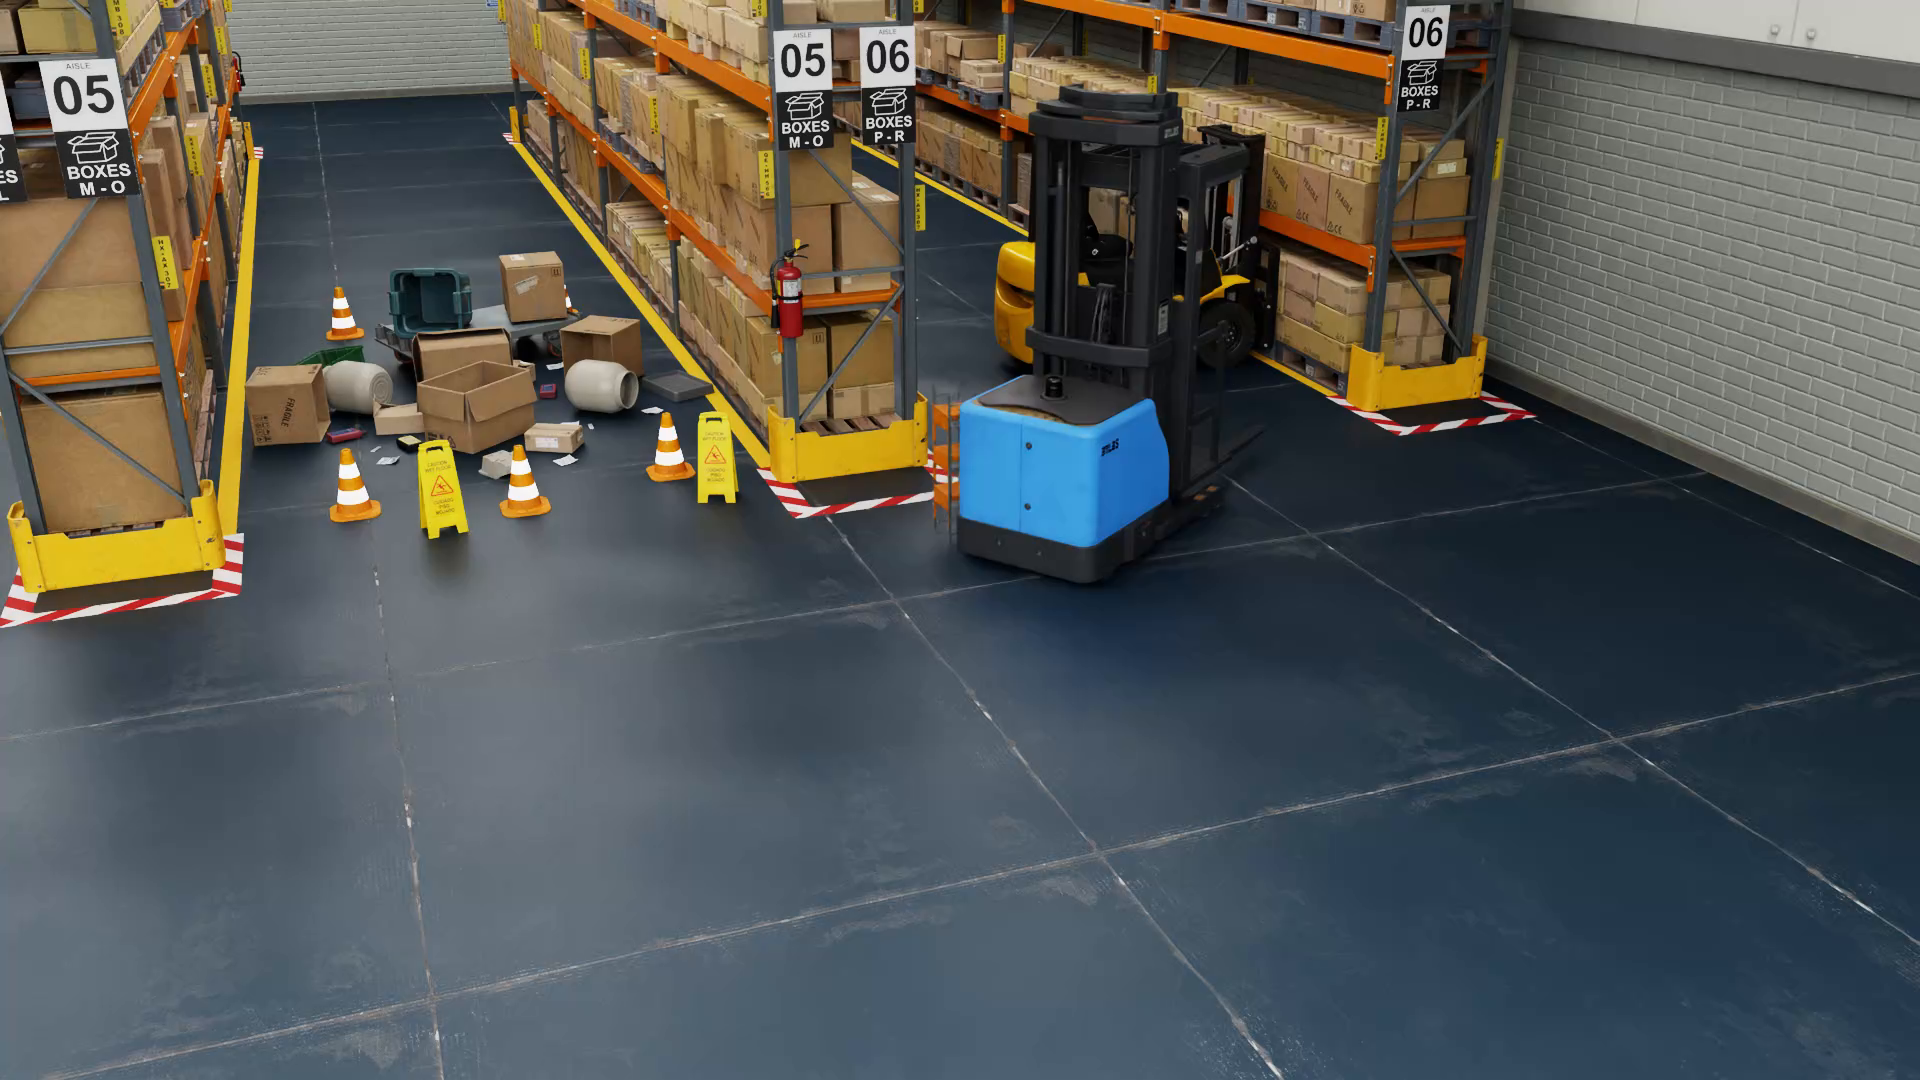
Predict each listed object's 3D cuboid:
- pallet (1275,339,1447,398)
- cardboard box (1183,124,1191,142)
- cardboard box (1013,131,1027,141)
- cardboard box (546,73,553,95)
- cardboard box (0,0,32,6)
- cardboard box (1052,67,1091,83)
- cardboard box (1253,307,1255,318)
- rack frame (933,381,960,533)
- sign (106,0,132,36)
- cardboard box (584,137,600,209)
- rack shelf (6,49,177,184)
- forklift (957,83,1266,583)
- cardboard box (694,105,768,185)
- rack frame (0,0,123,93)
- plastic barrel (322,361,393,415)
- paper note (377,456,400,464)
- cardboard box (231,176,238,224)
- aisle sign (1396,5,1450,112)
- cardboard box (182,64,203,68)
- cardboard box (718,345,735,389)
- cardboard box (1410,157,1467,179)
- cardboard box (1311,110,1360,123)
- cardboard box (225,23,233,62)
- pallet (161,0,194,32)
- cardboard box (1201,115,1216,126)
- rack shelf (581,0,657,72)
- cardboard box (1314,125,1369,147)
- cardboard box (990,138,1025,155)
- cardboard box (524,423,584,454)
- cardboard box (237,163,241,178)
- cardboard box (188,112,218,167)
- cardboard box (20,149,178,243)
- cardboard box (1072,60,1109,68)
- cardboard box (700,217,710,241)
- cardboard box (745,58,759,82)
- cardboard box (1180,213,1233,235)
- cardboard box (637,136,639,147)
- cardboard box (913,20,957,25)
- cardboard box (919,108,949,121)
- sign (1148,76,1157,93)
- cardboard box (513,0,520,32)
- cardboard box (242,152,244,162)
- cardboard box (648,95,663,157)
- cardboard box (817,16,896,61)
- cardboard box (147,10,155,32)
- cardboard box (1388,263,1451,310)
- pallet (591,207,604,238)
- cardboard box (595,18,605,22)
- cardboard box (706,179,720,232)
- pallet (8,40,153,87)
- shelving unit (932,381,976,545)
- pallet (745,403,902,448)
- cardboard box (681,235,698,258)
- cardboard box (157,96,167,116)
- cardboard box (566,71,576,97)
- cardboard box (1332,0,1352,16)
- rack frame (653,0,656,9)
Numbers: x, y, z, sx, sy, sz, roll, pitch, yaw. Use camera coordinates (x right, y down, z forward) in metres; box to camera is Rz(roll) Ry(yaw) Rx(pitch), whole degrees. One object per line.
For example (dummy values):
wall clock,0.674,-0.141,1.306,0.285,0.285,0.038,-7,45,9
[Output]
pallet,3.527,-1.577,14.720,1.003,0.211,1.213,-8,24,-19
cardboard box,2.336,-3.892,16.494,0.500,0.500,0.500,-9,24,-20
cardboard box,0.886,-5.249,21.684,0.380,0.149,0.250,-8,24,-18
cardboard box,-5.136,-6.002,21.822,0.500,0.250,0.500,-9,24,-20
cardboard box,-6.011,-3.203,10.265,0.500,0.250,0.500,-8,24,-19
cardboard box,1.279,-5.318,19.042,0.380,0.149,0.250,-8,24,-18
cardboard box,2.836,-2.194,15.594,0.500,0.250,0.500,-8,24,-17
rack frame,-0.088,-0.552,11.208,0.200,1.050,0.008,-10,25,-23
sign,-4.879,-3.087,9.623,0.100,0.325,0.005,-8,24,-19
cardboard box,-4.109,-4.616,20.534,0.875,0.875,0.875,-8,24,-18
rack shelf,-6.107,-2.969,11.496,1.077,0.370,4.000,-8,24,-19
forklift,1.222,-1.598,11.268,1.130,2.935,3.031,15,27,31
cardboard box,-1.638,-3.063,12.856,0.700,0.500,0.500,-9,24,-20
rack frame,-5.401,-3.956,9.050,1.000,3.000,0.127,-8,24,-19
plastic barrel,-4.978,-1.256,13.685,0.512,0.421,0.421,8,24,18
paper note,-4.352,-0.610,12.661,0.144,0.017,0.142,0,23,-1
cardboard box,-8.785,-3.986,19.522,0.500,0.500,0.500,-9,24,-20
aisle sign,3.585,-3.724,12.875,0.394,0.787,0.004,-8,24,-19
cardboard box,-8.954,-5.408,19.235,0.380,0.149,0.250,-9,25,-21
cardboard box,-1.708,-1.469,13.874,0.500,0.250,0.500,-9,25,-21
cardboard box,3.960,-3.094,13.764,0.380,0.149,0.250,-9,24,-20
cardboard box,3.398,-3.789,15.031,0.380,0.149,0.250,-8,24,-19
cardboard box,-10.653,-7.060,23.627,0.500,0.500,0.500,-8,24,-18
pallet,-7.552,-4.761,15.065,1.003,0.211,1.213,-7,24,-17
cardboard box,2.519,-3.952,15.800,0.380,0.149,0.250,-8,24,-18
rack shelf,-2.925,-5.138,16.643,1.077,0.370,4.000,-8,24,-19
cardboard box,3.261,-3.451,14.228,0.380,0.149,0.250,-8,24,-19
cardboard box,0.599,-4.982,21.050,0.380,0.149,0.250,-10,25,-22
cardboard box,-3.158,-0.793,12.939,0.380,0.149,0.250,4,23,9
cardboard box,-9.469,-4.744,21.391,0.380,0.149,0.250,-7,24,-17
cardboard box,-7.816,-4.018,16.791,0.500,0.500,0.500,-8,24,-19
cardboard box,-5.847,-2.308,11.280,0.875,0.550,0.550,-8,24,-19
cardboard box,1.546,-5.569,19.637,0.380,0.149,0.250,-8,24,-19
cardboard box,-1.964,-2.621,13.929,0.380,0.149,0.250,-8,24,-19
cardboard box,-1.312,-3.351,11.800,0.380,0.149,0.250,-8,24,-19
cardboard box,2.472,-3.024,16.276,0.500,0.250,0.500,-8,24,-19
cardboard box,-3.006,-3.960,16.567,0.380,0.149,0.250,-8,24,-19
cardboard box,-0.441,-6.983,23.287,0.700,0.500,0.500,-8,24,-18
cardboard box,-0.354,-6.034,23.546,0.380,0.149,0.250,-9,24,-20
sign,1.920,-4.462,16.586,0.100,0.325,0.005,-8,24,-19
cardboard box,-6.176,-7.642,24.102,0.500,0.500,0.500,-9,24,-19
cardboard box,-10.225,-5.363,23.242,0.380,0.149,0.250,-9,25,-21
cardboard box,-2.596,-3.874,15.527,0.500,0.500,0.500,-9,24,-20
cardboard box,-0.734,-3.577,11.823,0.500,0.250,0.500,-9,24,-20
cardboard box,-6.114,-3.784,12.159,0.380,0.149,0.250,-8,24,-19
cardboard box,3.844,-2.178,14.267,0.500,0.250,0.500,-9,24,-20
pallet,-3.840,-3.826,20.056,1.003,0.211,1.213,-8,24,-19
cardboard box,-4.302,-6.273,20.854,0.500,0.500,0.500,-8,24,-17
cardboard box,-1.762,-2.802,13.523,0.500,0.500,0.500,-8,24,-18
pallet,-6.107,-3.245,11.339,1.003,0.211,1.213,-8,24,-19
shelving unit,-0.036,-0.509,11.106,0.215,1.050,0.252,-10,25,-23
pallet,-1.086,-0.950,13.233,1.003,0.211,1.213,-8,24,-19
cardboard box,-2.275,-2.627,14.819,0.380,0.149,0.250,-8,24,-18
cardboard box,-7.178,-3.518,14.319,0.700,0.500,0.500,-9,24,-20
cardboard box,-4.425,-5.486,19.953,0.500,0.250,0.500,-9,24,-20
cardboard box,3.260,-4.355,13.513,0.380,0.149,0.250,-9,24,-21
rack frame,-2.219,-6.125,14.197,1.000,3.000,0.127,-8,24,-19
